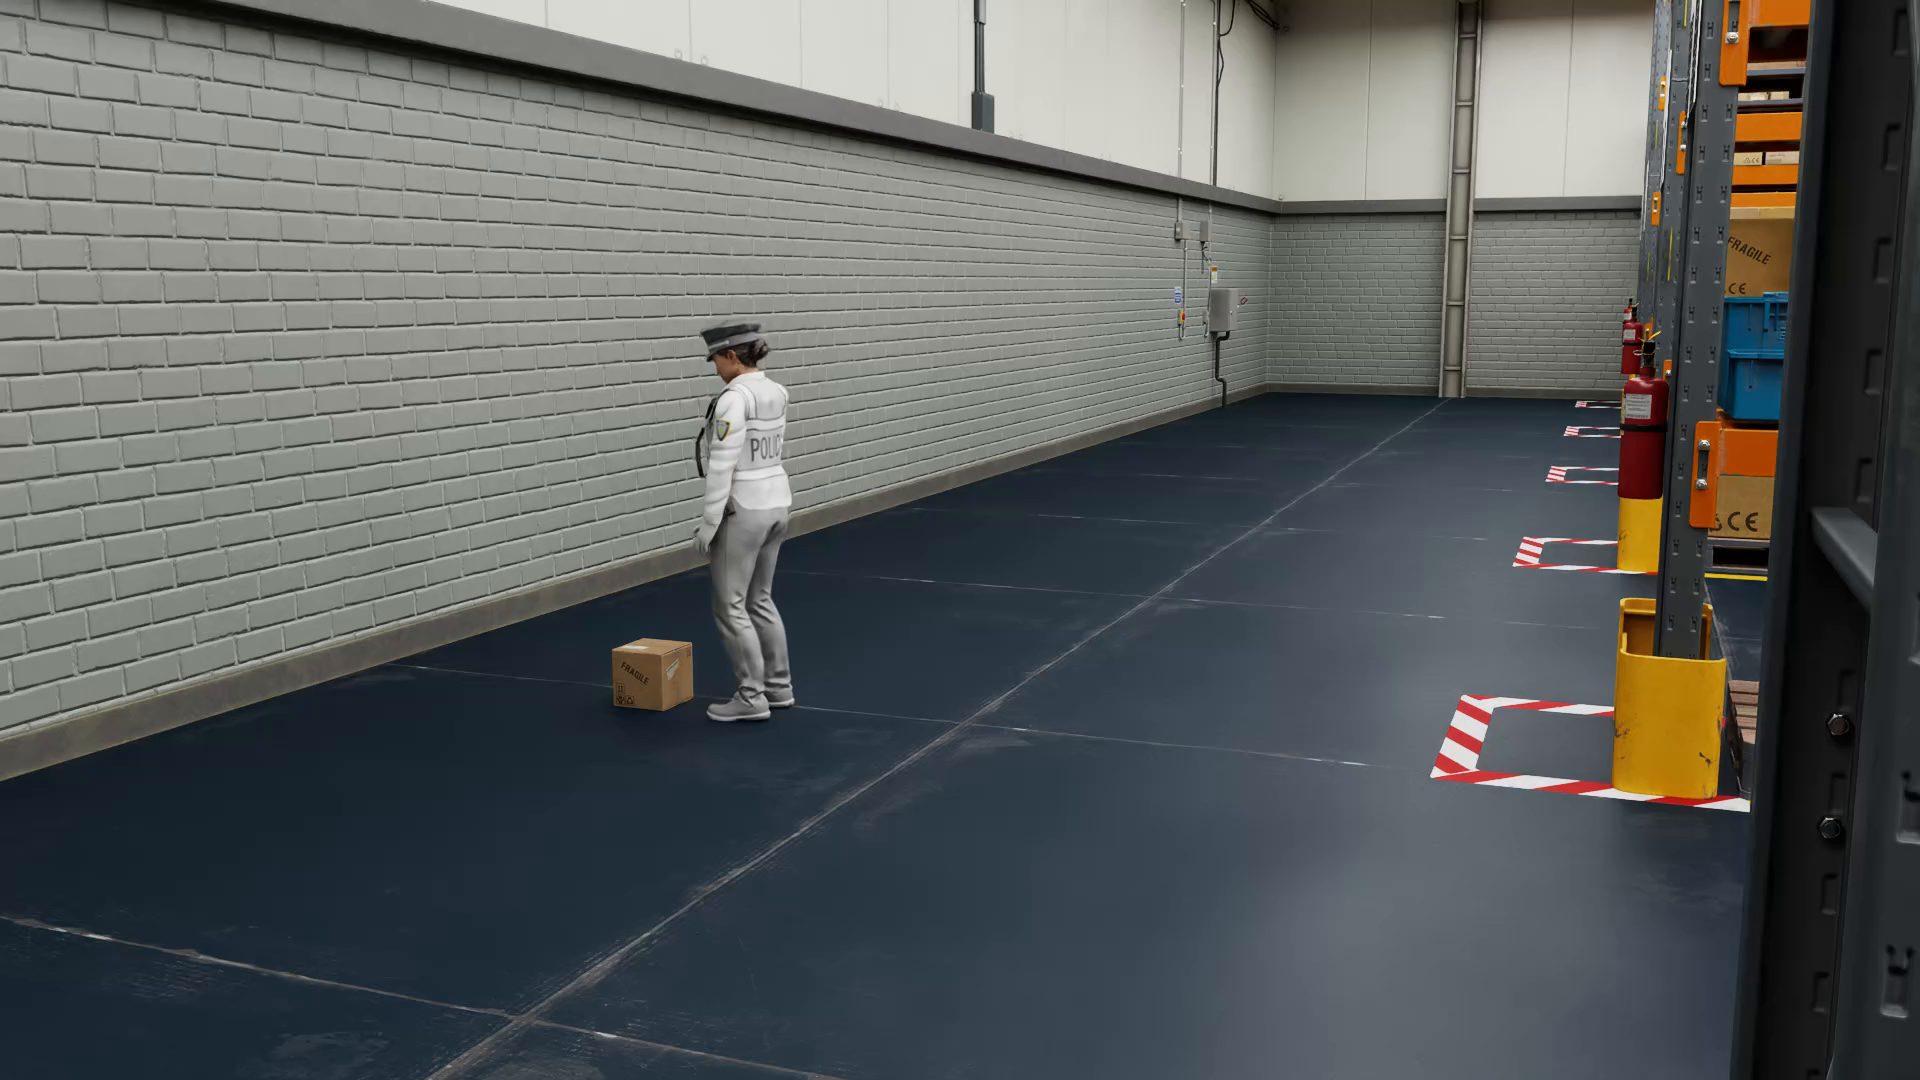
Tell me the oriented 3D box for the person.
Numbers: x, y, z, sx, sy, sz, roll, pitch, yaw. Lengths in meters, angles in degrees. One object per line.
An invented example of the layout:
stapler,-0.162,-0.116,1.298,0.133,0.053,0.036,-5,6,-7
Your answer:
person,-0.913,-0.066,6.918,0.428,1.635,0.496,4,10,22
